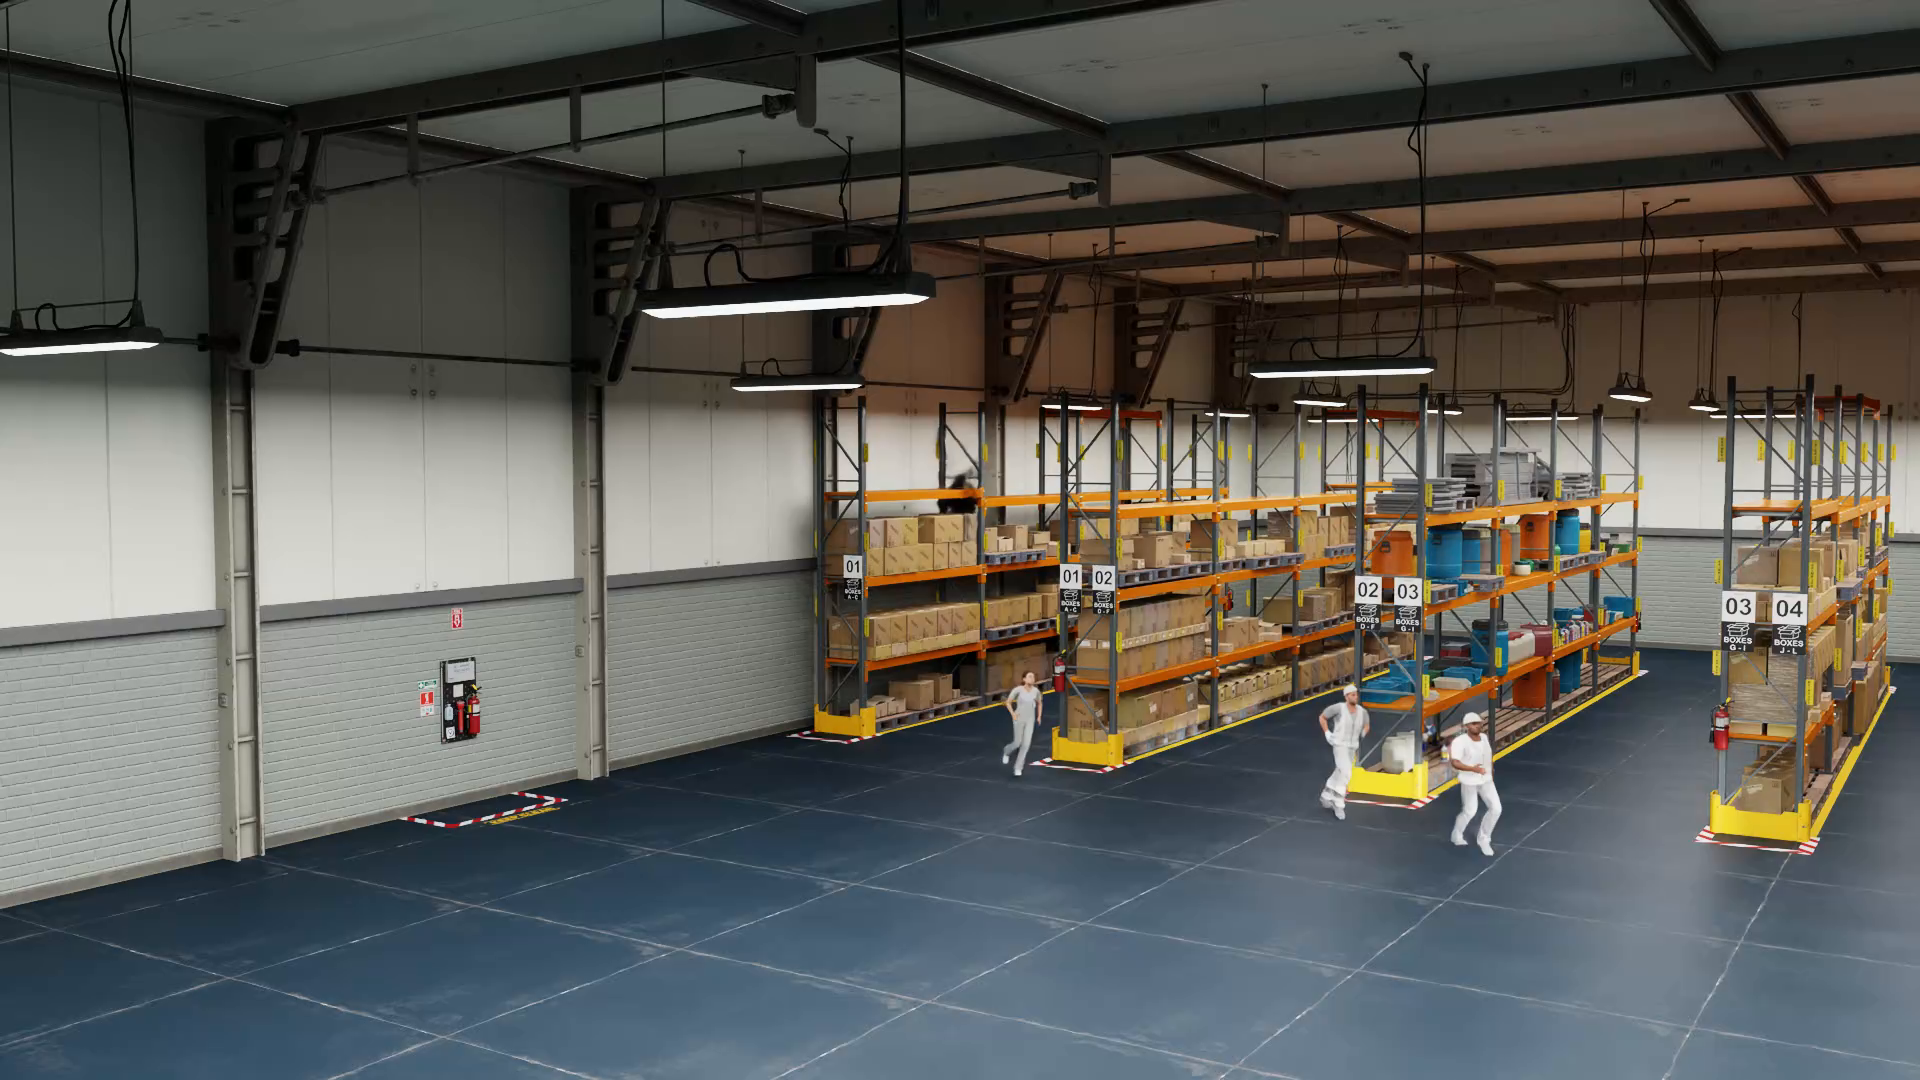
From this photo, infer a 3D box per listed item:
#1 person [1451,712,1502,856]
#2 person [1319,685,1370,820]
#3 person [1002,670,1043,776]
[{"bbox_3d":[6.465,3.050,20.830,0.707,1.790,0.733,-1,3,-18],"label":"person"},{"bbox_3d":[5.346,2.904,23.077,0.657,1.824,0.757,-1,3,-25],"label":"person"},{"bbox_3d":[1.027,2.830,25.978,0.613,1.605,0.727,-1,3,-18],"label":"person"}]
